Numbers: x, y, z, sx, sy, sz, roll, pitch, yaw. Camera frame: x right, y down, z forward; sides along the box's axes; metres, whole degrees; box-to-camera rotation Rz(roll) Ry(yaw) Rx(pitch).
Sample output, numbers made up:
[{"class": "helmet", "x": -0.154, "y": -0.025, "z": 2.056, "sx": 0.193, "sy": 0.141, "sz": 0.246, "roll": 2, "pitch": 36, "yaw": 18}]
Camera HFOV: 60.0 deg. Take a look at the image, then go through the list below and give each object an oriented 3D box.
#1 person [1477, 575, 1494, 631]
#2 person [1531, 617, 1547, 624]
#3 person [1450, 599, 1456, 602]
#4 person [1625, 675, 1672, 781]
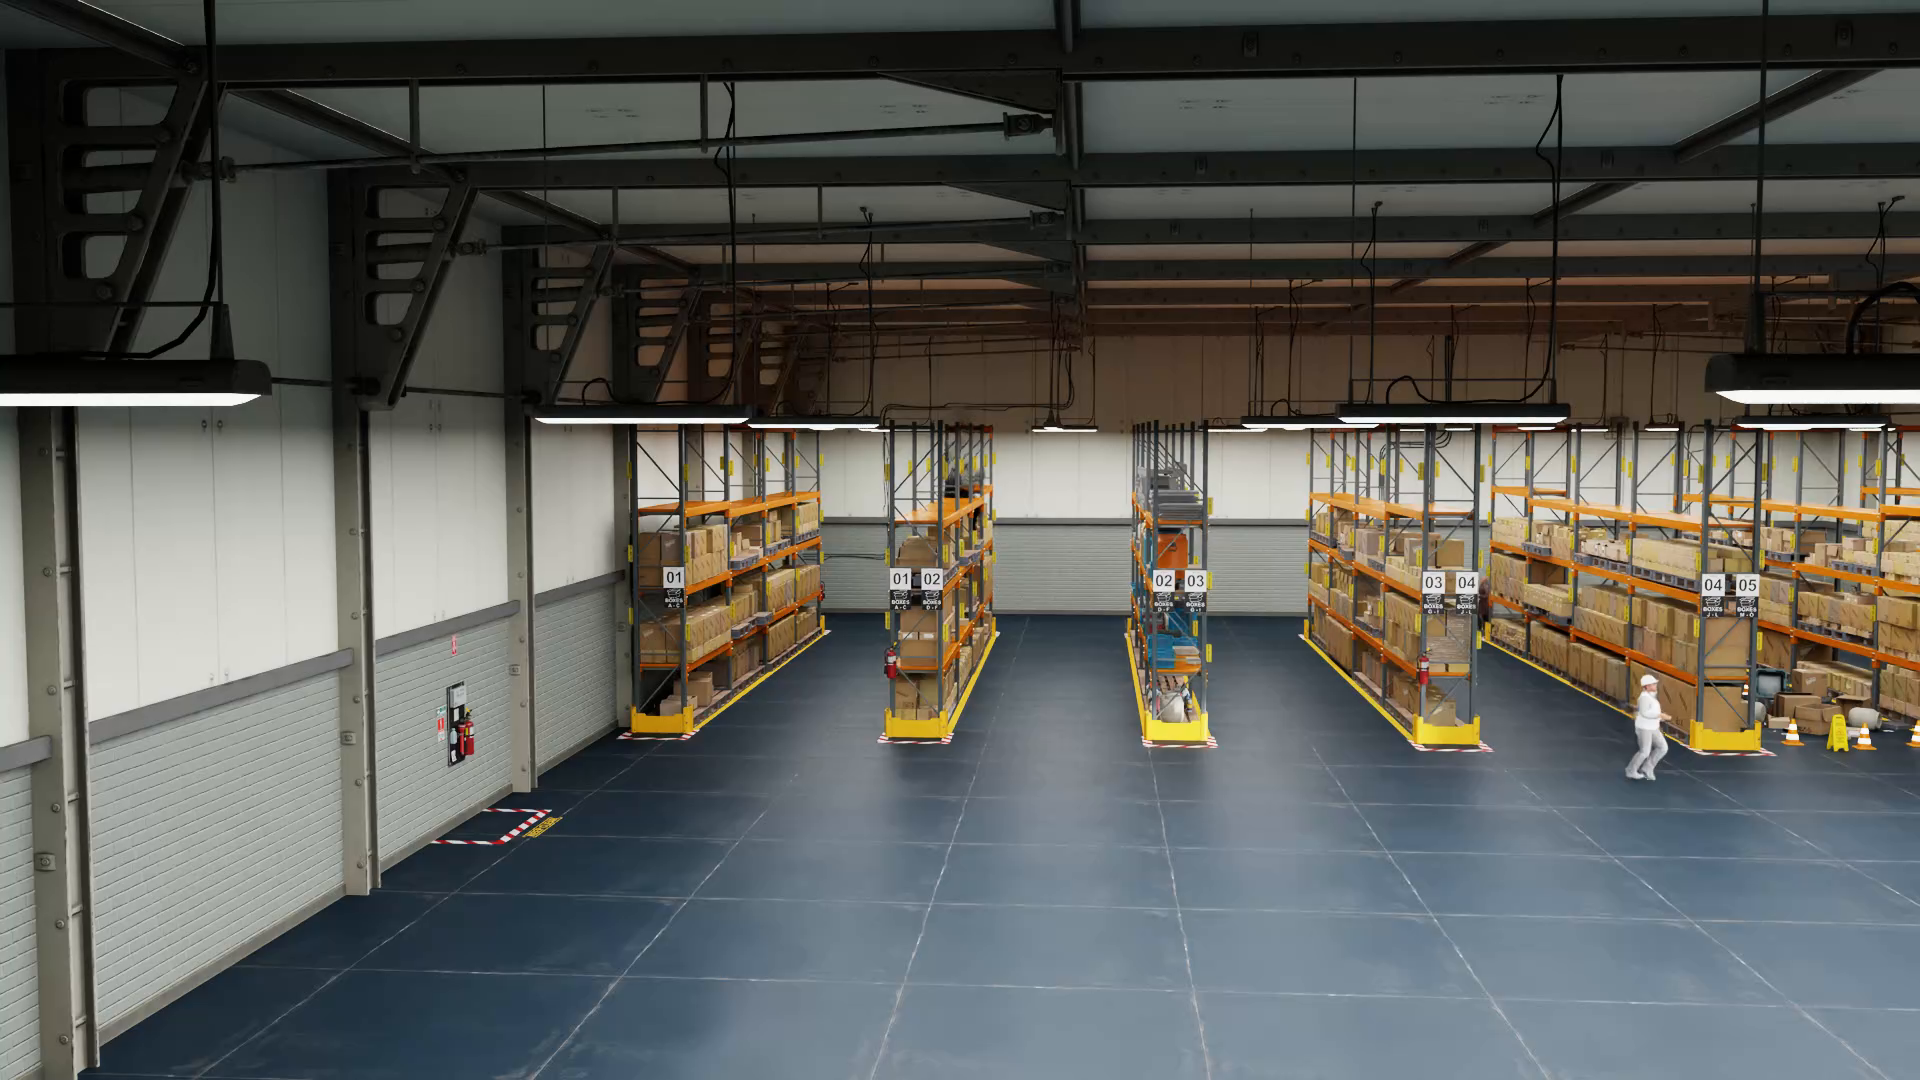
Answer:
[{"class": "person", "x": 15.068, "y": 1.889, "z": 47.637, "sx": 0.736, "sy": 1.781, "sz": 0.855, "roll": 0, "pitch": 4, "yaw": 3}, {"class": "person", "x": 16.506, "y": 1.891, "z": 47.380, "sx": 0.683, "sy": 1.713, "sz": 0.587, "roll": 0, "pitch": 4, "yaw": -2}, {"class": "person", "x": 13.740, "y": 1.881, "z": 46.830, "sx": 0.857, "sy": 1.763, "sz": 0.762, "roll": -2, "pitch": 4, "yaw": -29}, {"class": "person", "x": 11.395, "y": 3.115, "z": 27.451, "sx": 0.728, "sy": 1.786, "sz": 0.613, "roll": 3, "pitch": 5, "yaw": 39}]
